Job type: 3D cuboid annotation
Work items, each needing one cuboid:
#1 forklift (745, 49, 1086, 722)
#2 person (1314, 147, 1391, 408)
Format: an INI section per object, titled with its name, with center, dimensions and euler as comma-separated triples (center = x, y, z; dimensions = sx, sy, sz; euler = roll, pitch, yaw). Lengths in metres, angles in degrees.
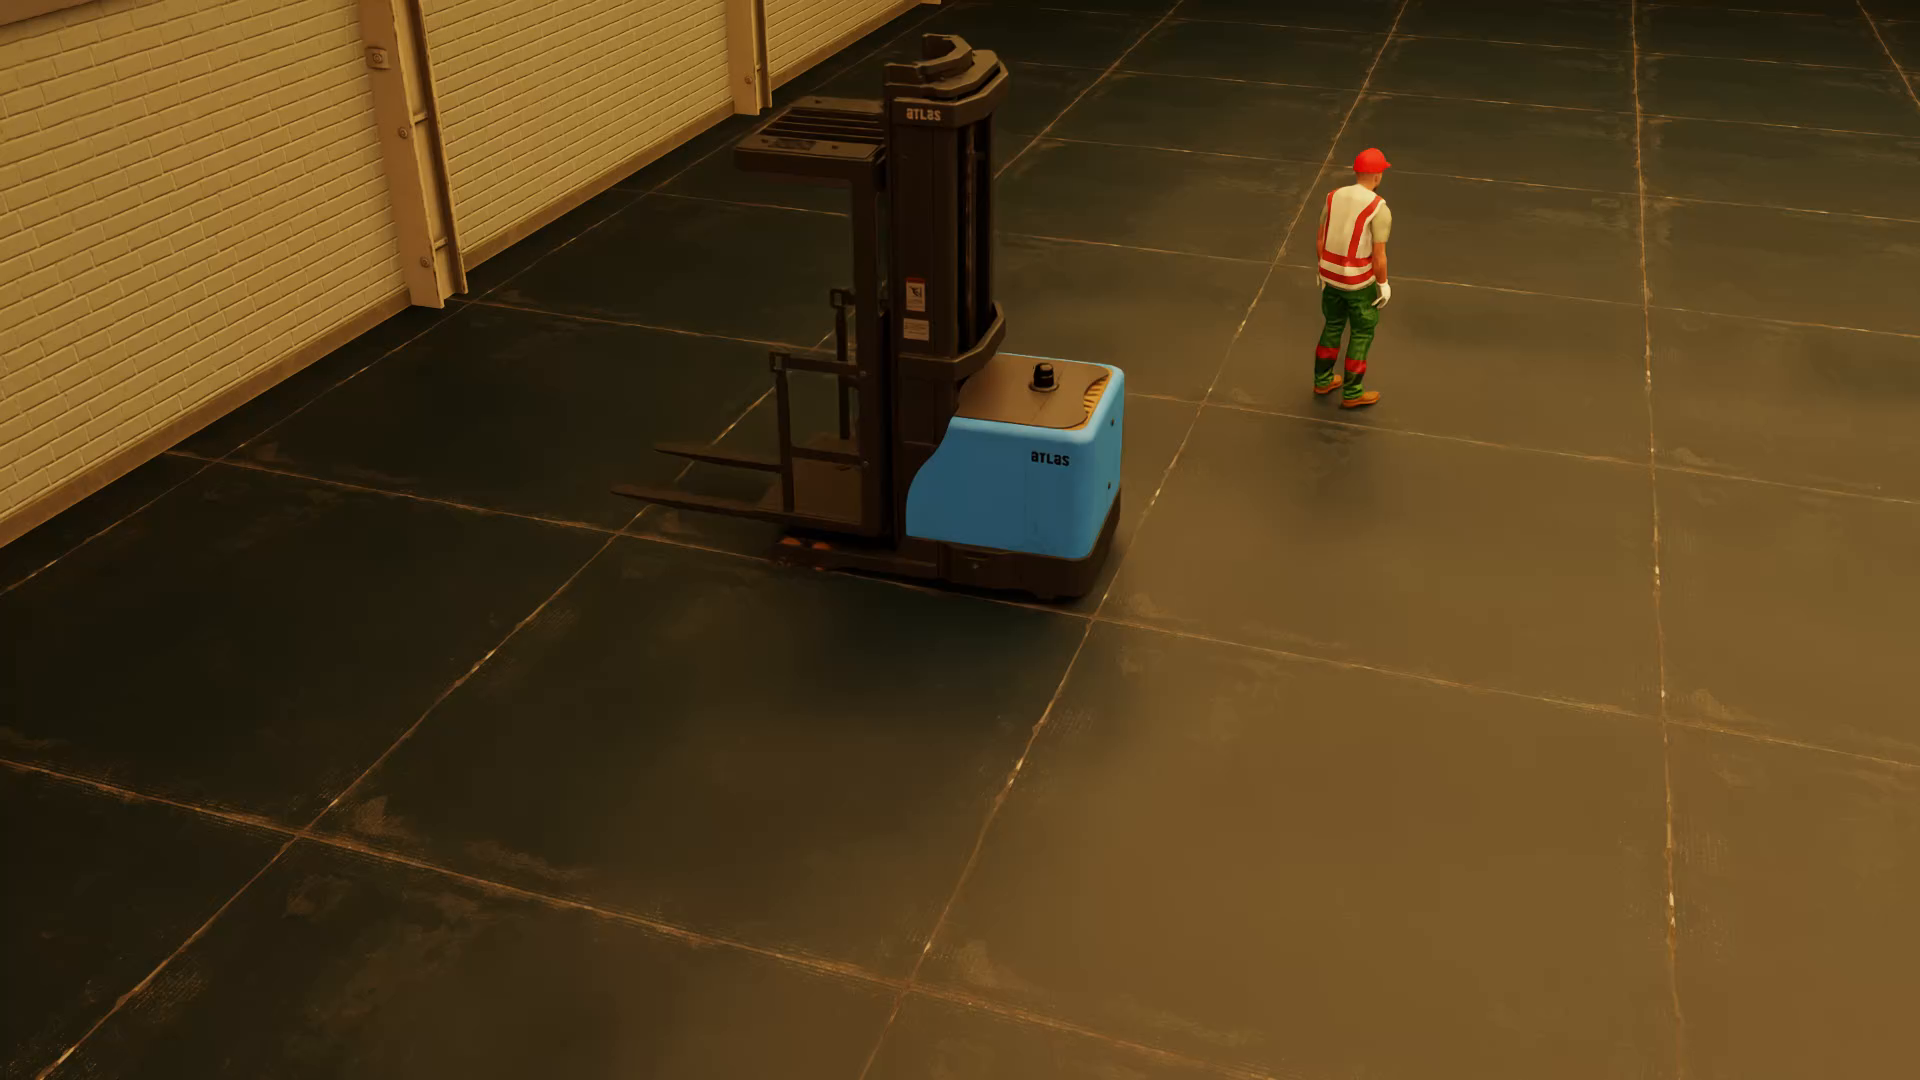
[forklift]
center = -0.223, -0.956, 8.813
dimensions = 1.130, 2.935, 3.031
euler = 11, 31, 18
[person]
center = 2.706, -1.814, 11.486
dimensions = 0.451, 1.778, 0.611
euler = -22, 36, -33
